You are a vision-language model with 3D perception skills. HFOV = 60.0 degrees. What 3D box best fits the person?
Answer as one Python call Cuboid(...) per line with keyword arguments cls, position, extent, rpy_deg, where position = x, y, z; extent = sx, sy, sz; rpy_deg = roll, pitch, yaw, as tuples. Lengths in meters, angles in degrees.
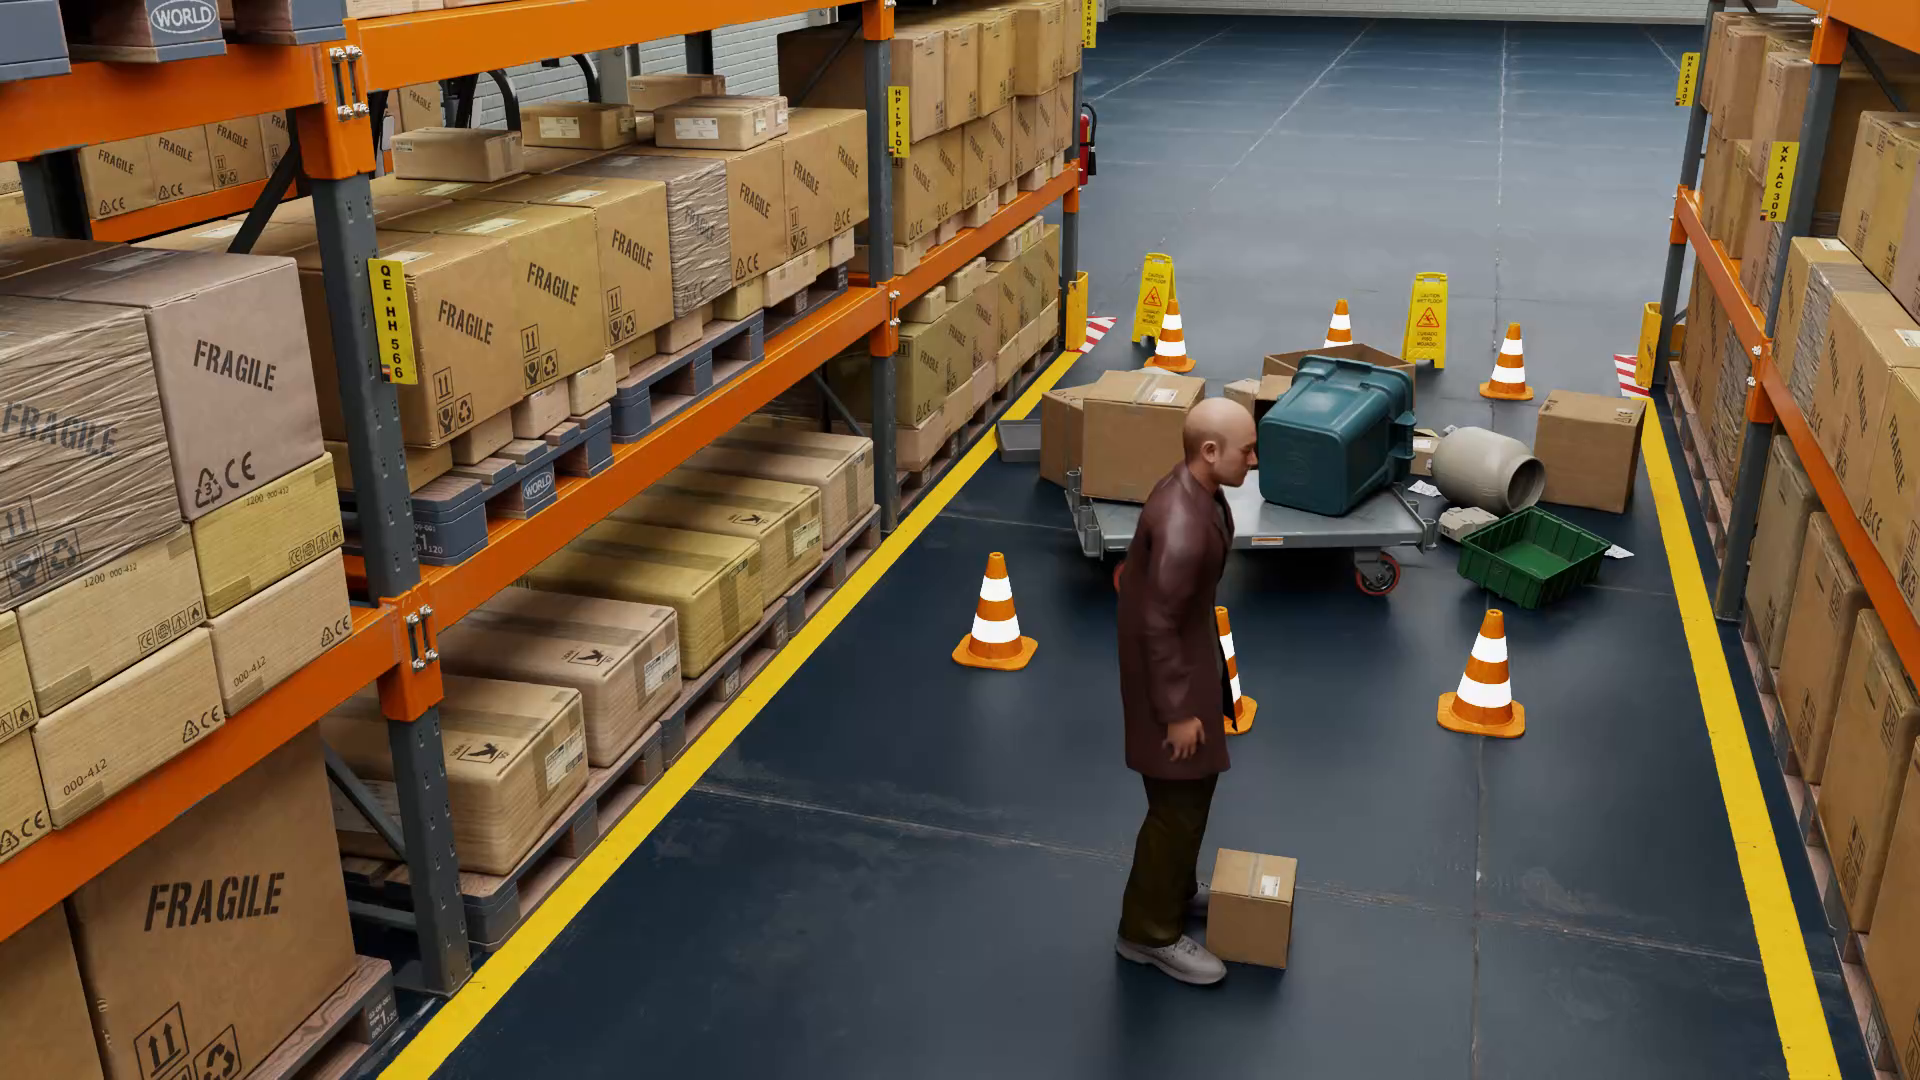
Cuboid(cls="person", position=(0.682, 0.427, 5.031), extent=(0.419, 1.774, 0.645), rpy_deg=(6, 22, 15))
